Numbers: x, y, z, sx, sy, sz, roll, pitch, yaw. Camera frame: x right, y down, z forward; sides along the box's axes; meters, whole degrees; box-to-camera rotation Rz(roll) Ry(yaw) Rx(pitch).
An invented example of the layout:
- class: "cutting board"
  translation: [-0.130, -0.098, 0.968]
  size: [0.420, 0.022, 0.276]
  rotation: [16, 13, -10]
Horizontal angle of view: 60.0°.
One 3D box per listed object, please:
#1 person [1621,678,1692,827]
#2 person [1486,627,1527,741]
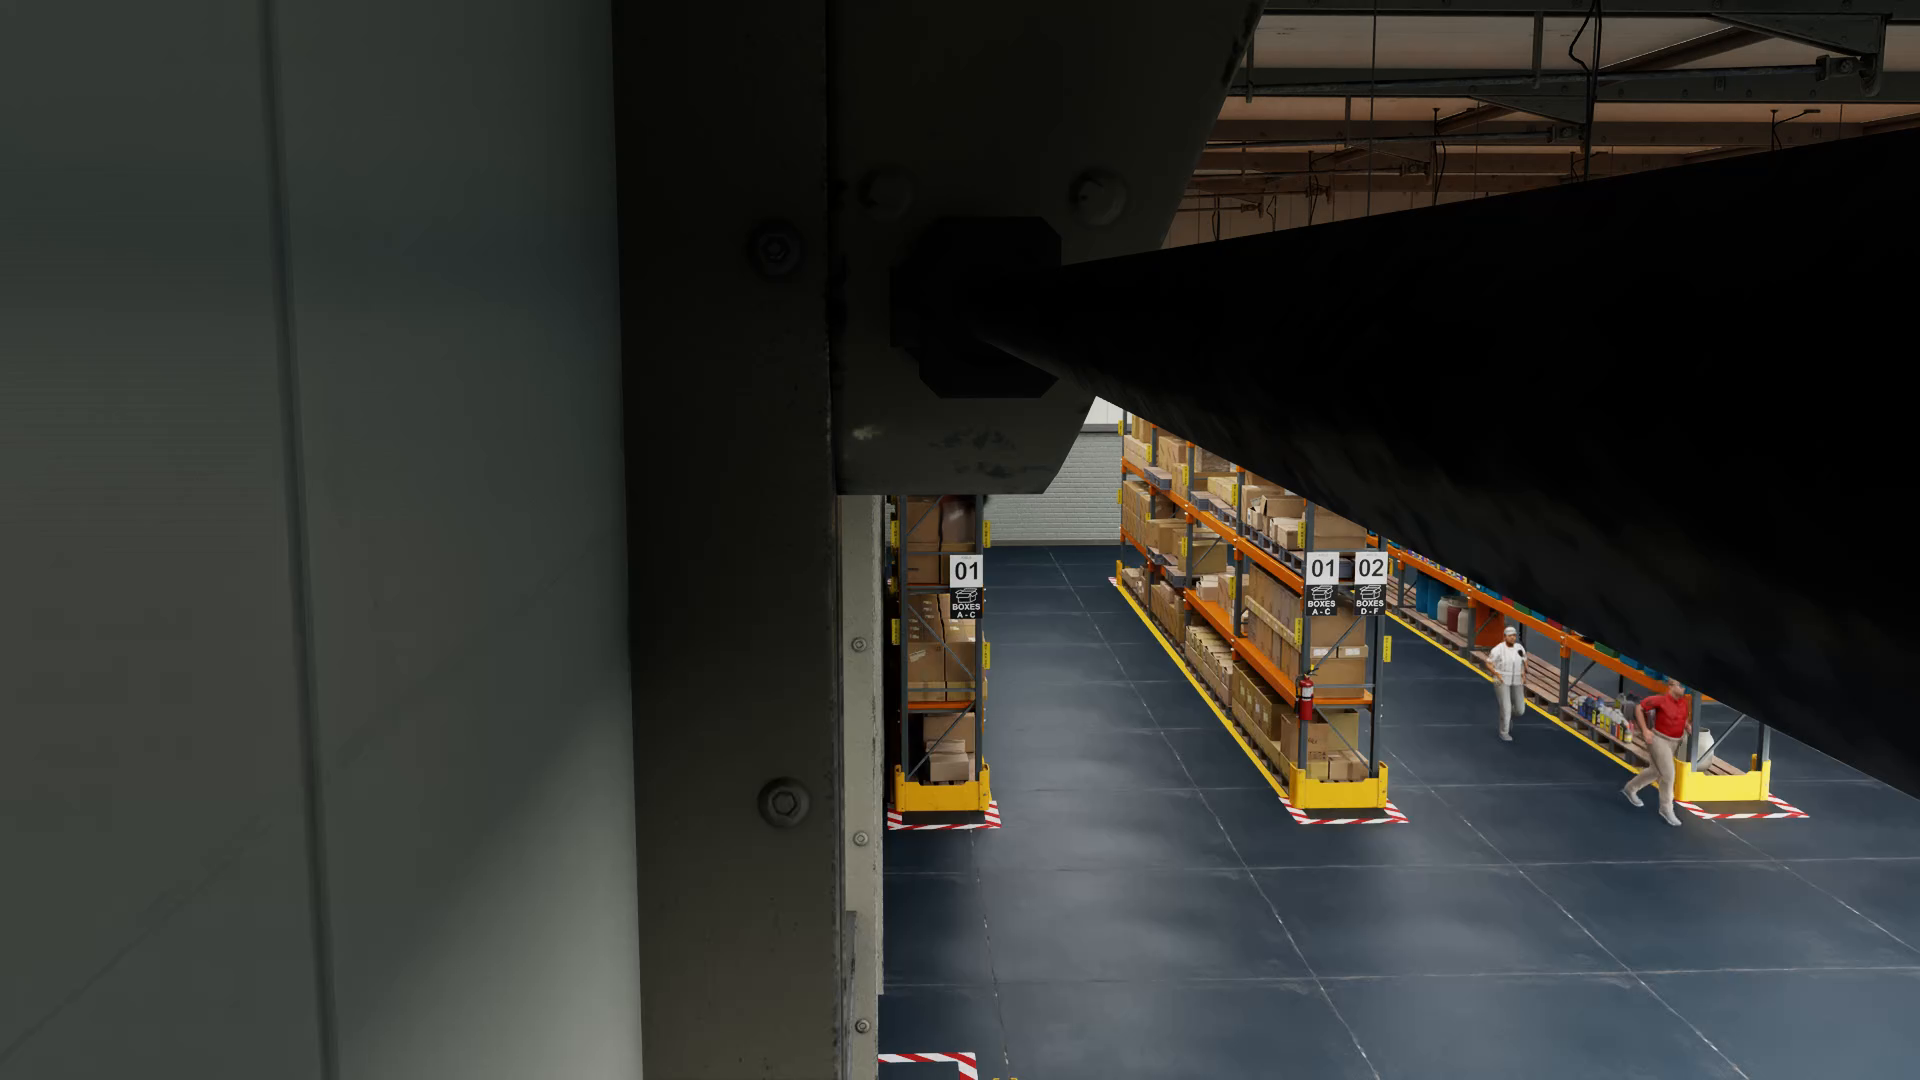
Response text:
- class: "person"
  translation: [8.605, 2.511, 20.341]
  size: [0.678, 1.735, 0.938]
  rotation: [-6, 10, -33]
- class: "person"
  translation: [7.831, 2.043, 23.796]
  size: [0.605, 1.602, 0.578]
  rotation: [0, 8, -3]
